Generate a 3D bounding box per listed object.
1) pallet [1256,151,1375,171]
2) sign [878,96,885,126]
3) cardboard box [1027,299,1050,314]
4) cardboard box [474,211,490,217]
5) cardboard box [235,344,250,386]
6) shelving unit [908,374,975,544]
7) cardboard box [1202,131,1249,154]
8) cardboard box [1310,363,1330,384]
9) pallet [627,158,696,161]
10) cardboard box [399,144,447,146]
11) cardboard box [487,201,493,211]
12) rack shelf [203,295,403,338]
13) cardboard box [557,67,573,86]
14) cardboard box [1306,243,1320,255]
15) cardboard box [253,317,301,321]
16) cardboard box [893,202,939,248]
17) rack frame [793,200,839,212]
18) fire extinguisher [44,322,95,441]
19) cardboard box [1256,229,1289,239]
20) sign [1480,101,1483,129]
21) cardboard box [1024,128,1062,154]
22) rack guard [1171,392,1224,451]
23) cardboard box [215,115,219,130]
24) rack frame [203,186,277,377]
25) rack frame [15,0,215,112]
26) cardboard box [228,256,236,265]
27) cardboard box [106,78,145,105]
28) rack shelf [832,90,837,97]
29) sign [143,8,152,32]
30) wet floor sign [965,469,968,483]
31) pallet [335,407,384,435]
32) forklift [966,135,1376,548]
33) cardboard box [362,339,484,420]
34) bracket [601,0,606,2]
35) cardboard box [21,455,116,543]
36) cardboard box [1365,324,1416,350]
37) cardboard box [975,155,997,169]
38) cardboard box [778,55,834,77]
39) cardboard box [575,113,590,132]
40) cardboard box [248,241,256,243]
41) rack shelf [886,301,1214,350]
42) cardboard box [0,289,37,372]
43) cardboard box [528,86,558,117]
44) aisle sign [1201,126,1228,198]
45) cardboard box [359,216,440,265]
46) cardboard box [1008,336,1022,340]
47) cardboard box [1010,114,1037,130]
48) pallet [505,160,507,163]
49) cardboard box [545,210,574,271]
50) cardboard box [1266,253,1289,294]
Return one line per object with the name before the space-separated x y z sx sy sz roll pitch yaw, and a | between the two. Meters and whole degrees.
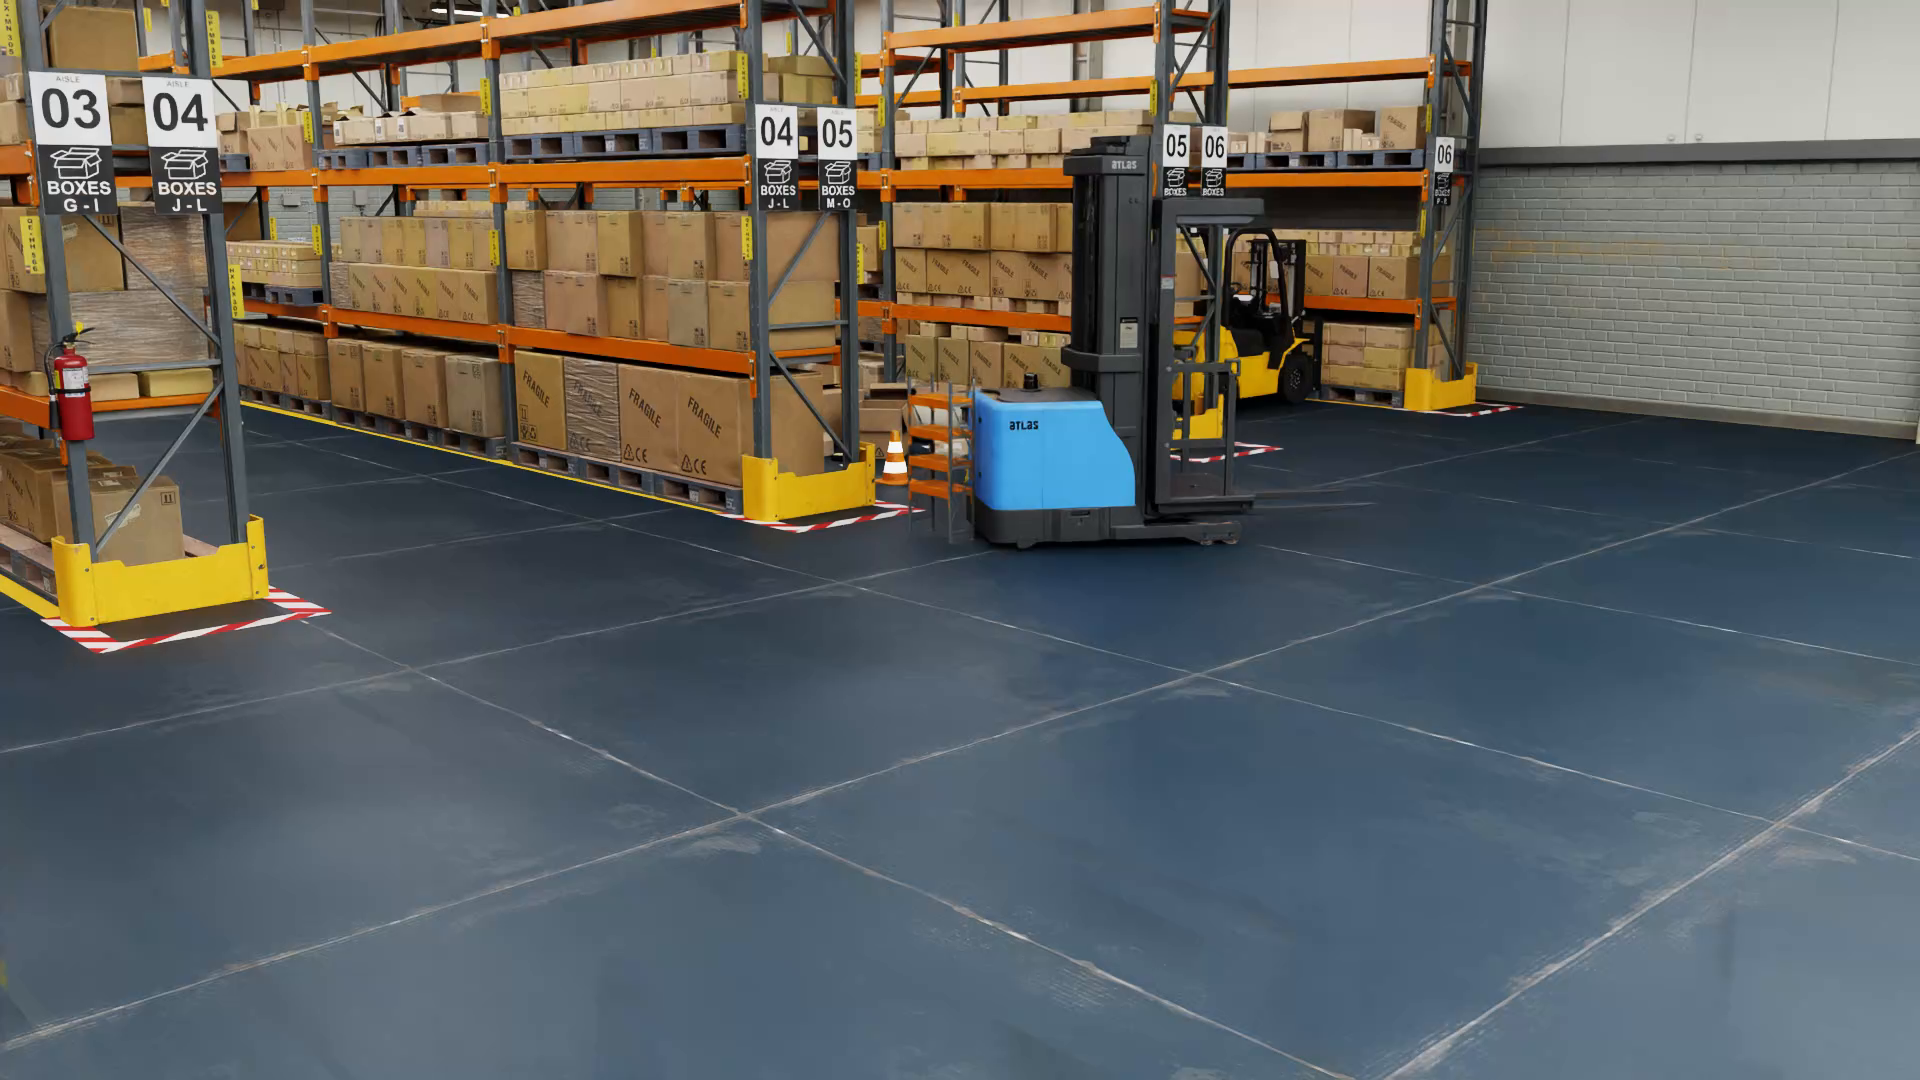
pallet | 4.546 -4.824 21.179 1.003 0.211 1.213 -11 16 -43
sign | -0.887 -4.842 18.791 0.100 0.325 0.005 -11 16 -43
cardboard box | 0.927 -2.500 17.734 0.380 0.149 0.250 -11 16 -43
cardboard box | -7.241 -4.890 25.986 0.500 0.500 0.500 -11 16 -42
cardboard box | -8.838 -2.228 20.944 0.500 0.500 0.500 -10 15 -40
shelving unit | -0.139 -0.610 12.401 0.258 1.200 0.503 -9 15 -38
cardboard box | 3.498 -5.222 21.823 0.500 0.311 0.500 -10 16 -41
cardboard box | 4.633 -2.145 21.163 0.500 0.250 0.500 -11 16 -42
pallet | -3.733 -5.052 22.533 1.213 0.211 1.003 -10 15 -40
cardboard box | -5.822 -4.454 18.093 0.500 0.311 0.500 -11 16 -43
cardboard box | -7.111 -5.187 25.820 0.380 0.149 0.250 -11 16 -43
rack shelf | -8.142 -2.824 20.466 1.077 0.370 4.000 -11 16 -43
cardboard box | -3.287 -4.043 14.525 0.380 0.149 0.250 -11 16 -42
cardboard box | 4.516 -3.675 20.962 0.380 0.149 0.250 -11 16 -42
cardboard box | -8.826 -2.743 21.588 0.500 0.250 0.500 11 16 44
cardboard box | -0.341 -3.595 18.964 0.700 0.500 0.500 -11 16 -43
rack frame | -2.425 -4.865 28.590 1.000 3.000 0.127 -11 16 -43
fire extinguisher | -5.147 -0.921 9.642 0.296 0.674 0.183 -11 16 -43
cardboard box | 4.052 -3.945 21.532 0.380 0.149 0.250 -11 16 -43
sign | 6.267 -5.126 20.062 0.100 0.325 0.005 -11 16 -43
cardboard box | 1.018 -4.148 17.314 0.500 0.250 0.500 -10 16 -41
rack guard | 2.222 -1.208 17.036 1.175 0.500 0.348 -11 16 -43
cardboard box | -9.341 -5.121 21.113 0.700 0.500 0.500 -11 16 -42
rack frame | -9.523 -3.468 21.810 1.000 3.000 0.127 -11 16 -43
rack frame | -4.893 -3.978 9.421 1.000 3.000 0.127 -11 16 -43
cardboard box | -8.674 -3.384 20.247 0.380 0.149 0.250 -11 16 -43
cardboard box | -4.916 -2.704 10.050 0.380 0.149 0.250 -11 16 -43
rack shelf | -3.806 -7.741 29.474 1.077 0.370 4.000 -11 16 -43
sign | -11.870 -7.599 24.289 0.100 0.325 0.005 -11 16 -43
wet floor sign | 0.216 -0.835 14.866 0.232 0.644 0.267 8 14 35
pallet | -6.271 -1.393 18.649 1.003 0.211 1.213 -11 16 -43
forklift | 1.616 -1.500 12.428 3.031 2.935 1.130 -2 12 -11
cardboard box | -5.799 -1.759 18.052 1.050 0.750 0.750 -11 16 -42
bracket | -6.941 -10.680 33.029 0.235 0.232 0.430 -11 16 -43
cardboard box | -6.168 -0.292 11.547 0.500 0.500 0.500 -9 15 -37
cardboard box | 5.318 -2.486 20.339 0.500 0.250 0.500 -10 15 -41
cardboard box | 0.377 -4.071 17.927 0.380 0.149 0.250 -11 16 -44
cardboard box | -1.236 -3.801 13.351 0.380 0.149 0.250 -11 16 -42
cardboard box | -3.112 -3.615 14.425 0.380 0.149 0.250 -11 16 -43
cardboard box | -8.918 -3.771 21.391 0.250 0.149 0.380 11 16 43
rack shelf | 0.893 -2.361 18.219 1.077 0.370 4.000 -11 16 -43
cardboard box | -5.685 -1.375 10.668 0.875 0.500 0.500 -11 16 -43
cardboard box | -3.514 -3.913 14.881 0.500 0.250 0.500 -11 16 -43
aisle sign | 2.541 -3.729 16.633 0.394 0.787 0.004 -11 16 -43
cardboard box | -6.108 -3.282 18.184 0.700 0.500 0.500 -11 16 -43
cardboard box | 0.820 -2.034 18.765 0.500 0.500 0.500 -10 15 -40
cardboard box | 0.744 -4.385 17.475 0.380 0.149 0.250 -10 16 -41
pallet | -6.570 -5.719 25.523 1.003 0.211 1.213 -11 16 -43
cardboard box | -3.304 -2.780 15.424 0.875 0.550 0.550 -11 16 -43
cardboard box | 4.271 -3.421 21.336 0.500 0.500 0.500 -11 16 -42
